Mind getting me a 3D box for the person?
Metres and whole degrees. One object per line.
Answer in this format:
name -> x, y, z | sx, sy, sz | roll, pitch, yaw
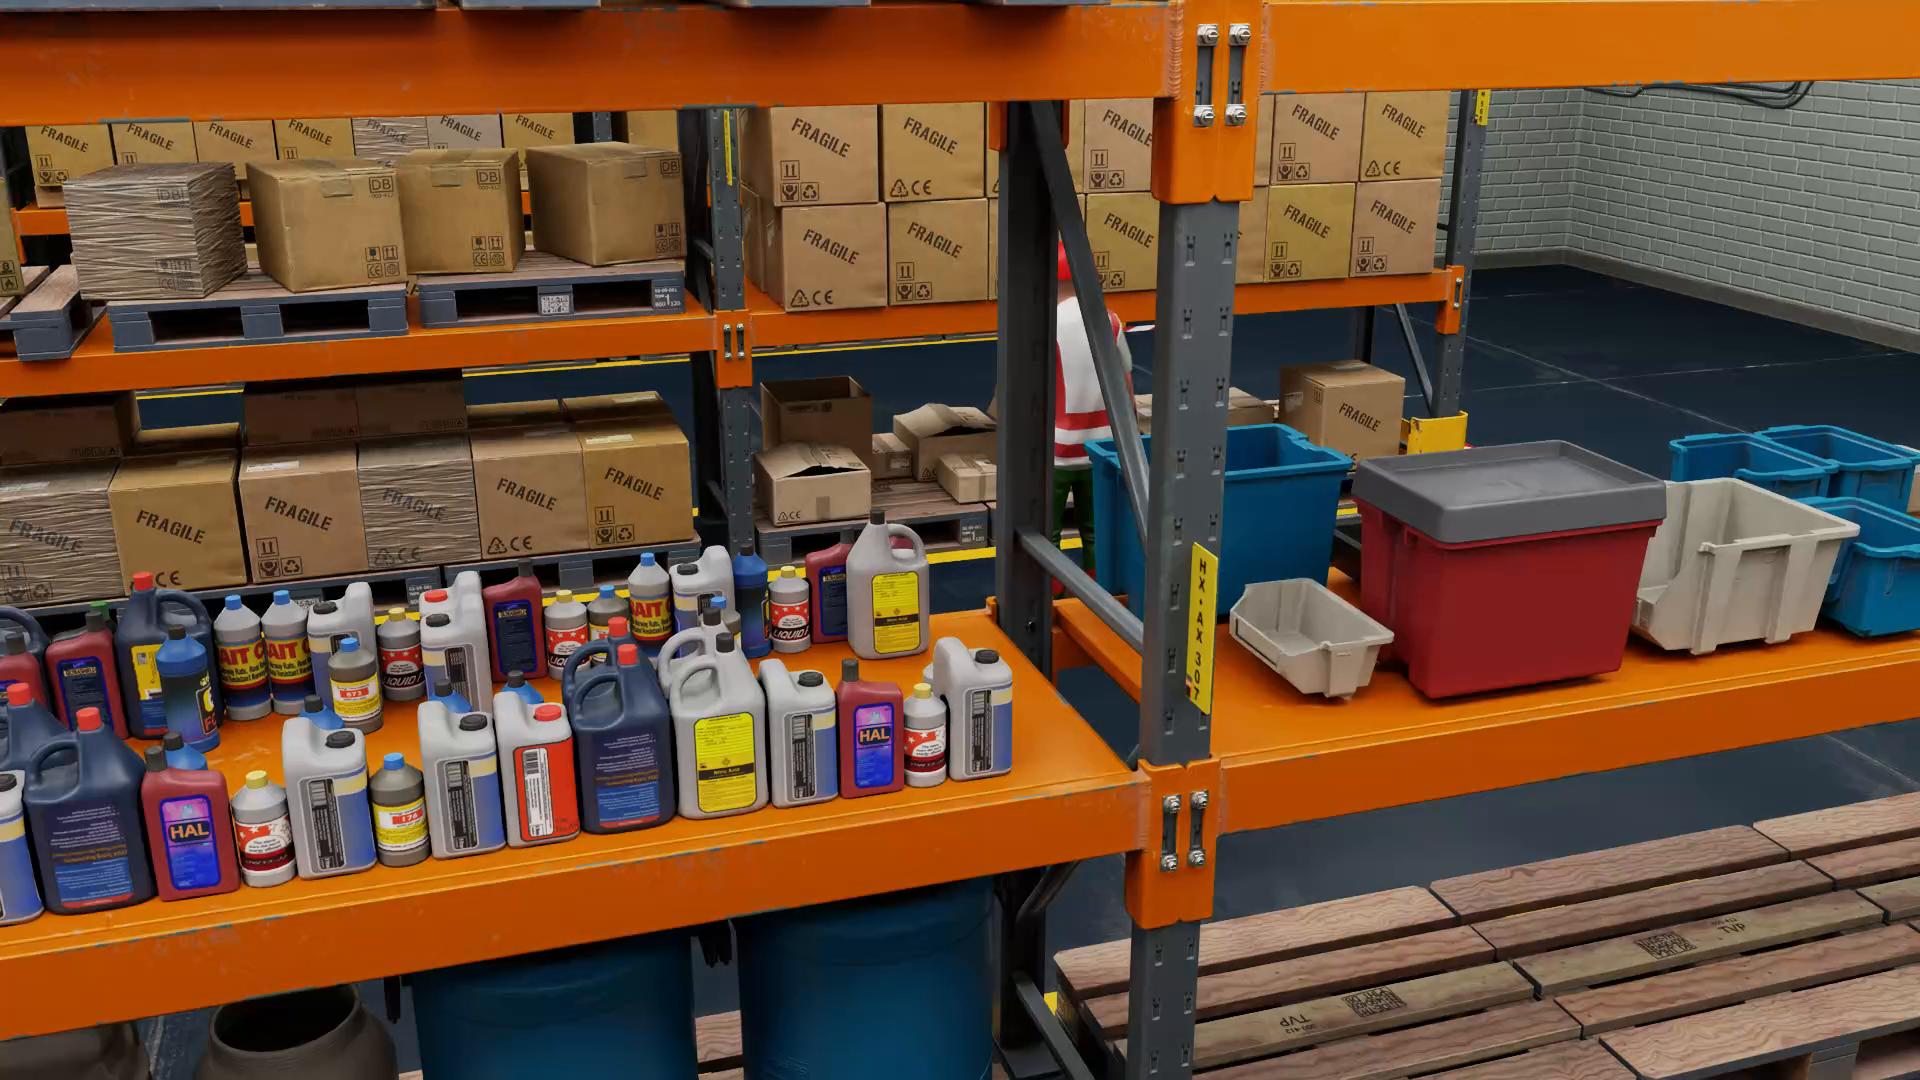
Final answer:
person -> 0.461, -0.385, 7.161 | 0.613, 1.778, 0.452 | -7, 20, -20
